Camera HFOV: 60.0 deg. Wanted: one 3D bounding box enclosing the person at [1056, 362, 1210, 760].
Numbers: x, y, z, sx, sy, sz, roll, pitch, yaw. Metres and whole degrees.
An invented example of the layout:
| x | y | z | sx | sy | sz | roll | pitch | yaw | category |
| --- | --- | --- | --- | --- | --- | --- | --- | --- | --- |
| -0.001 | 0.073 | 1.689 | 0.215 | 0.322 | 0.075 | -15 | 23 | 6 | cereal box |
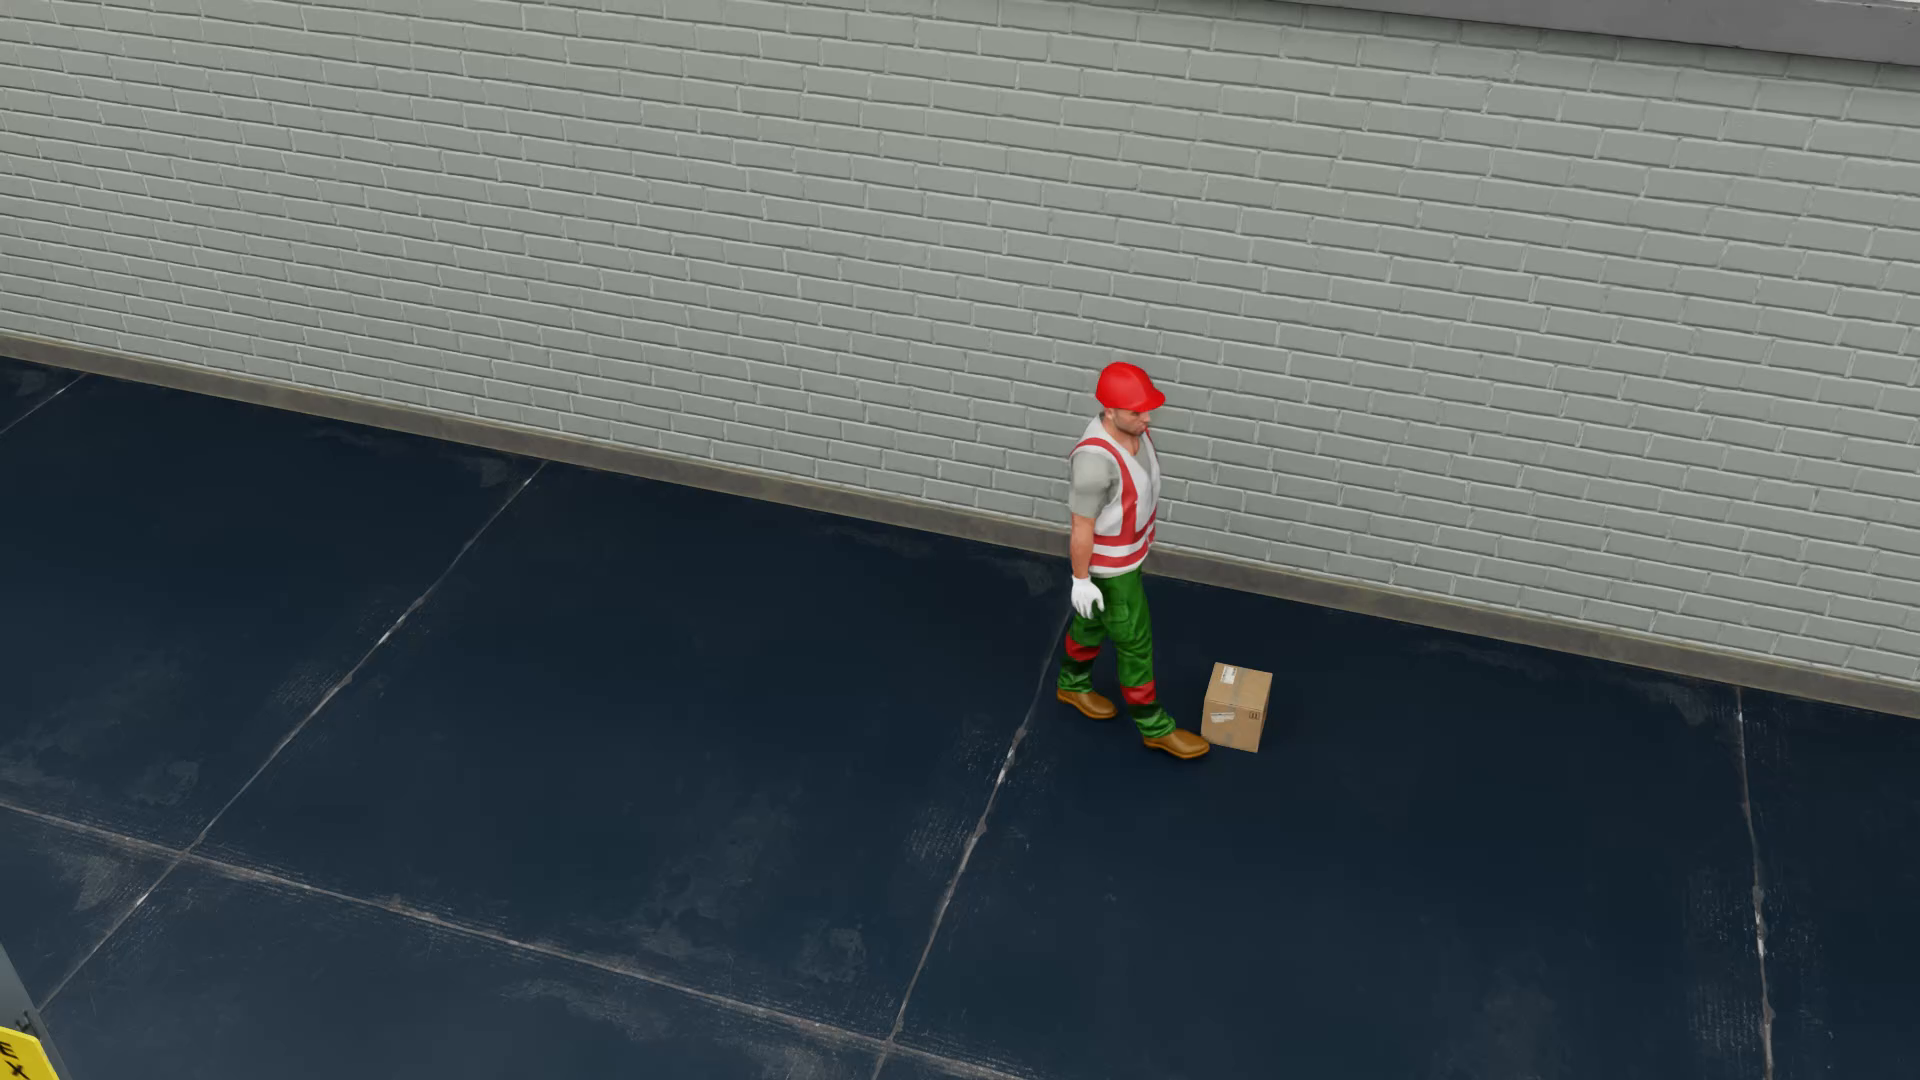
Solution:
| x | y | z | sx | sy | sz | roll | pitch | yaw | category |
| --- | --- | --- | --- | --- | --- | --- | --- | --- | --- |
| 0.753 | 0.087 | 6.737 | 0.747 | 1.774 | 0.571 | 14 | 39 | 18 | person |
